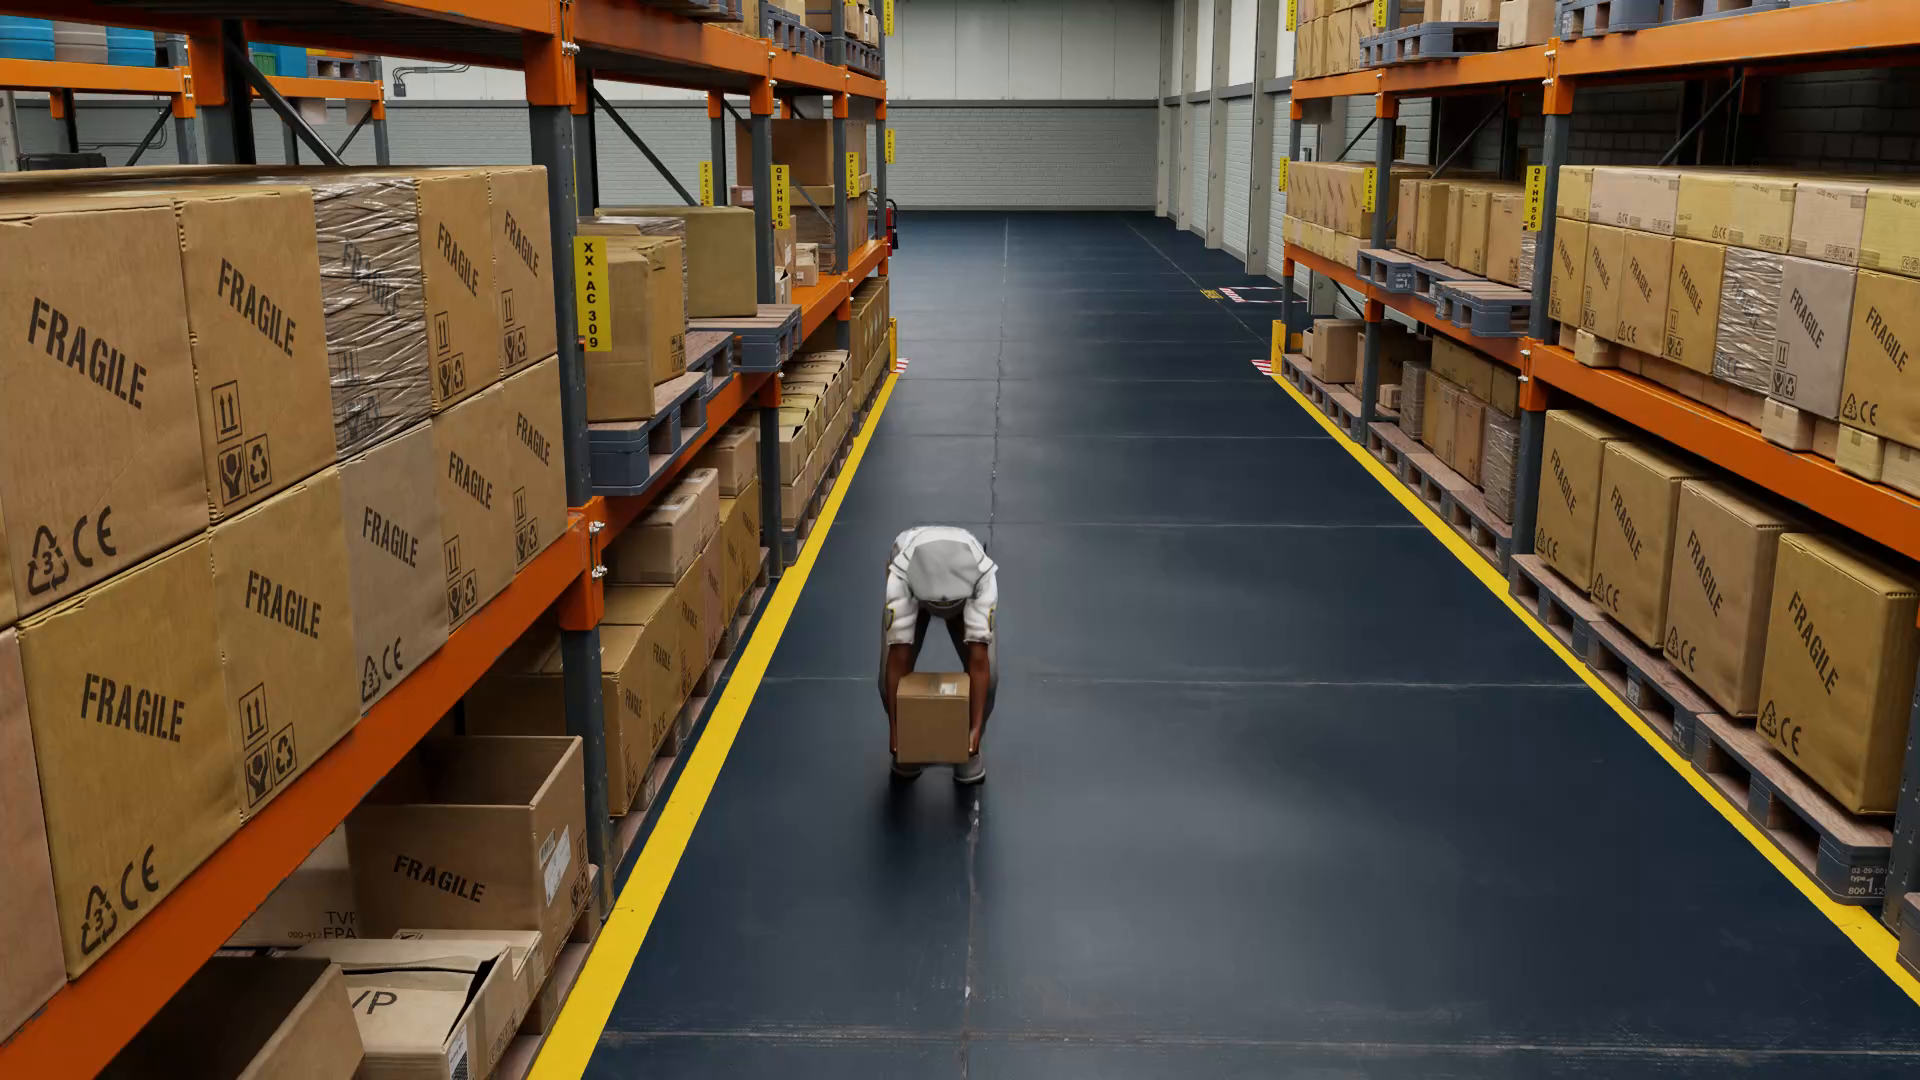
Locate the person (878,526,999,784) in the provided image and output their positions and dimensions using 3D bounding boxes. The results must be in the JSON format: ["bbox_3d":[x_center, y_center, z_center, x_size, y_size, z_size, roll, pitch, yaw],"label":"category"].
[{"bbox_3d":[-0.080,0.423,6.127,0.450,1.027,0.933,0,14,-1],"label":"person"}]
